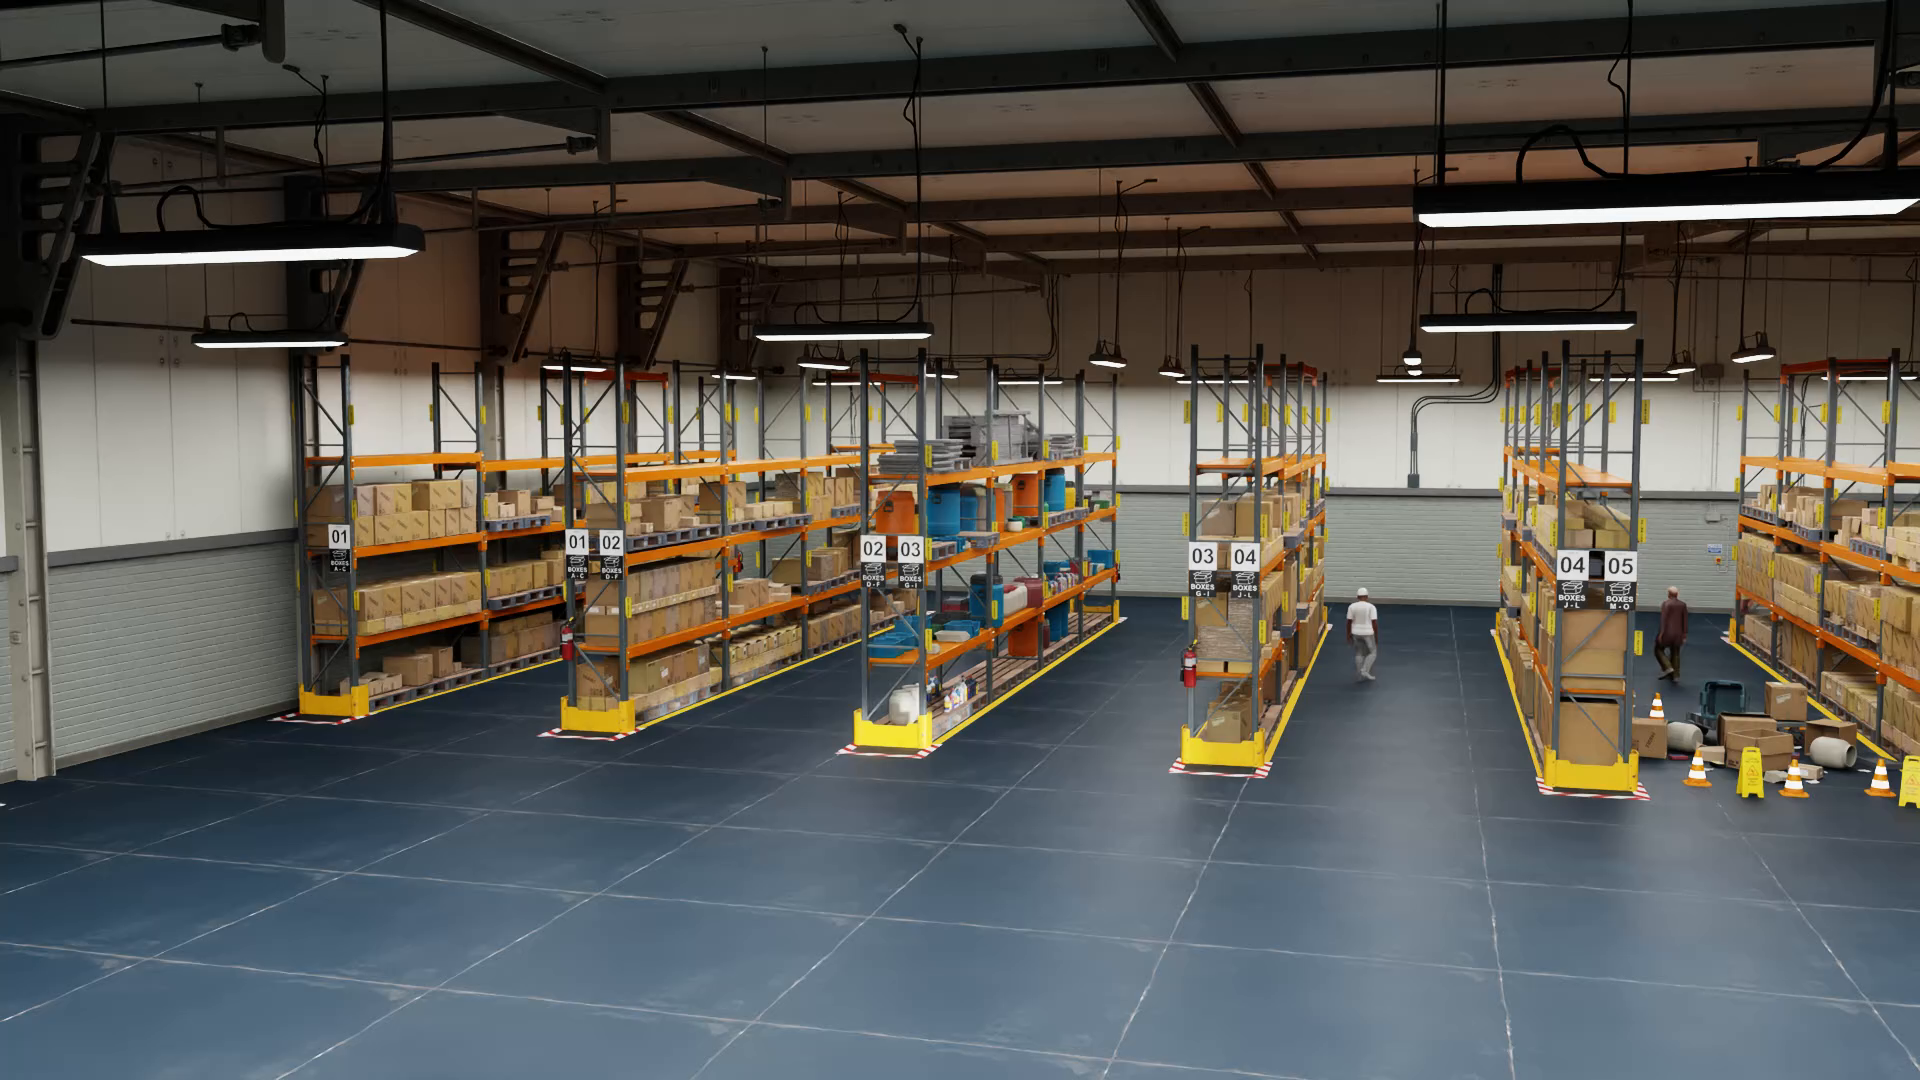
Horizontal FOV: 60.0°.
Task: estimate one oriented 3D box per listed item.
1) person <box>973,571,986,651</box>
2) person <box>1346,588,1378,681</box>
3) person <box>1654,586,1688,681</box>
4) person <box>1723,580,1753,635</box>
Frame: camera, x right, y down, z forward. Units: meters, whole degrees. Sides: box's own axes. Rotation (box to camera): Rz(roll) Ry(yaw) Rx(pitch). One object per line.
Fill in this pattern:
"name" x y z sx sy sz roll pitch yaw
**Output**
"person" 0.451 1.536 35.432 0.525 1.754 0.400 -1 5 -19
"person" 7.571 1.783 31.297 0.598 1.766 0.516 2 5 30
"person" 13.414 1.764 31.296 0.638 1.779 0.532 -1 4 -13
"person" 17.791 1.351 37.713 0.972 1.633 0.440 0 4 5
